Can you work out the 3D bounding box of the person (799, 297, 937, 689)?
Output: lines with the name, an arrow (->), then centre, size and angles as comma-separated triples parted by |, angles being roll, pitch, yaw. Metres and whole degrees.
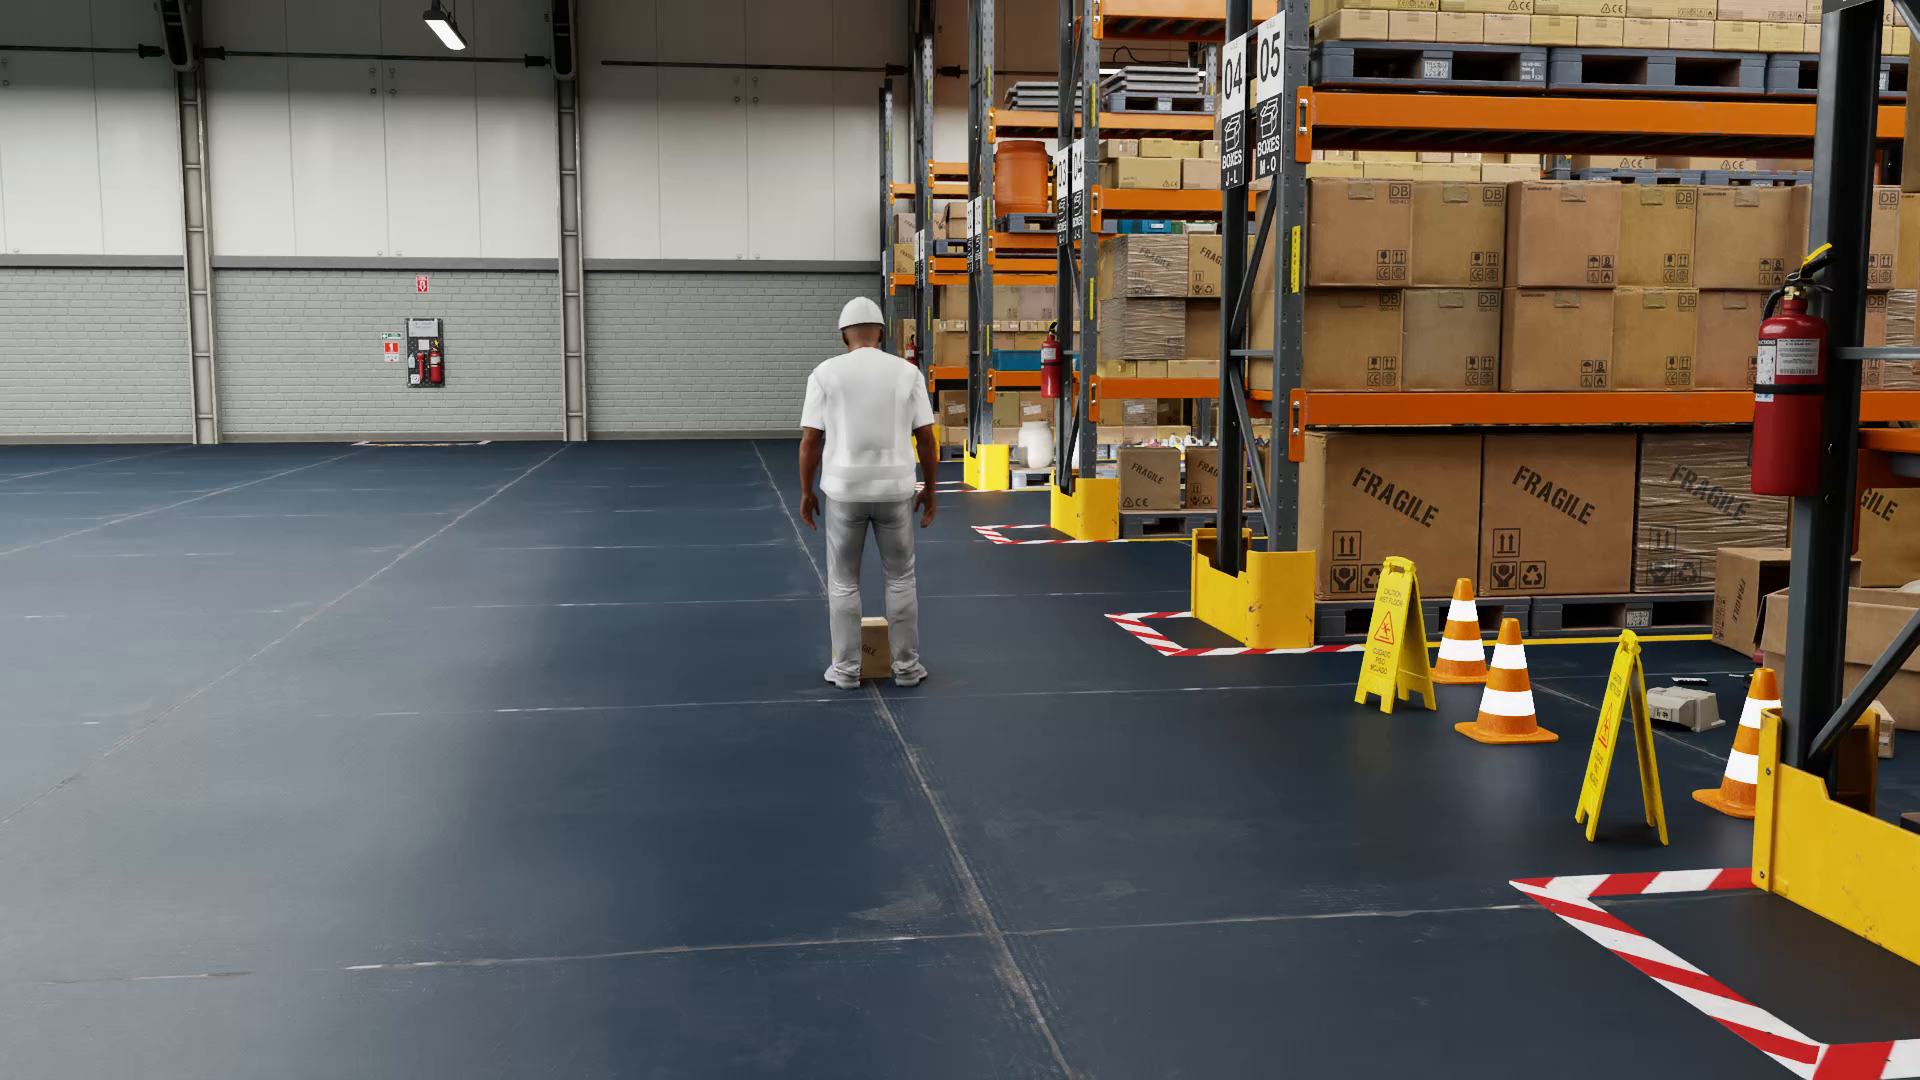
person -> -0.414, -0.216, 7.540 | 0.628, 1.761, 0.458 | -1, 7, -8
